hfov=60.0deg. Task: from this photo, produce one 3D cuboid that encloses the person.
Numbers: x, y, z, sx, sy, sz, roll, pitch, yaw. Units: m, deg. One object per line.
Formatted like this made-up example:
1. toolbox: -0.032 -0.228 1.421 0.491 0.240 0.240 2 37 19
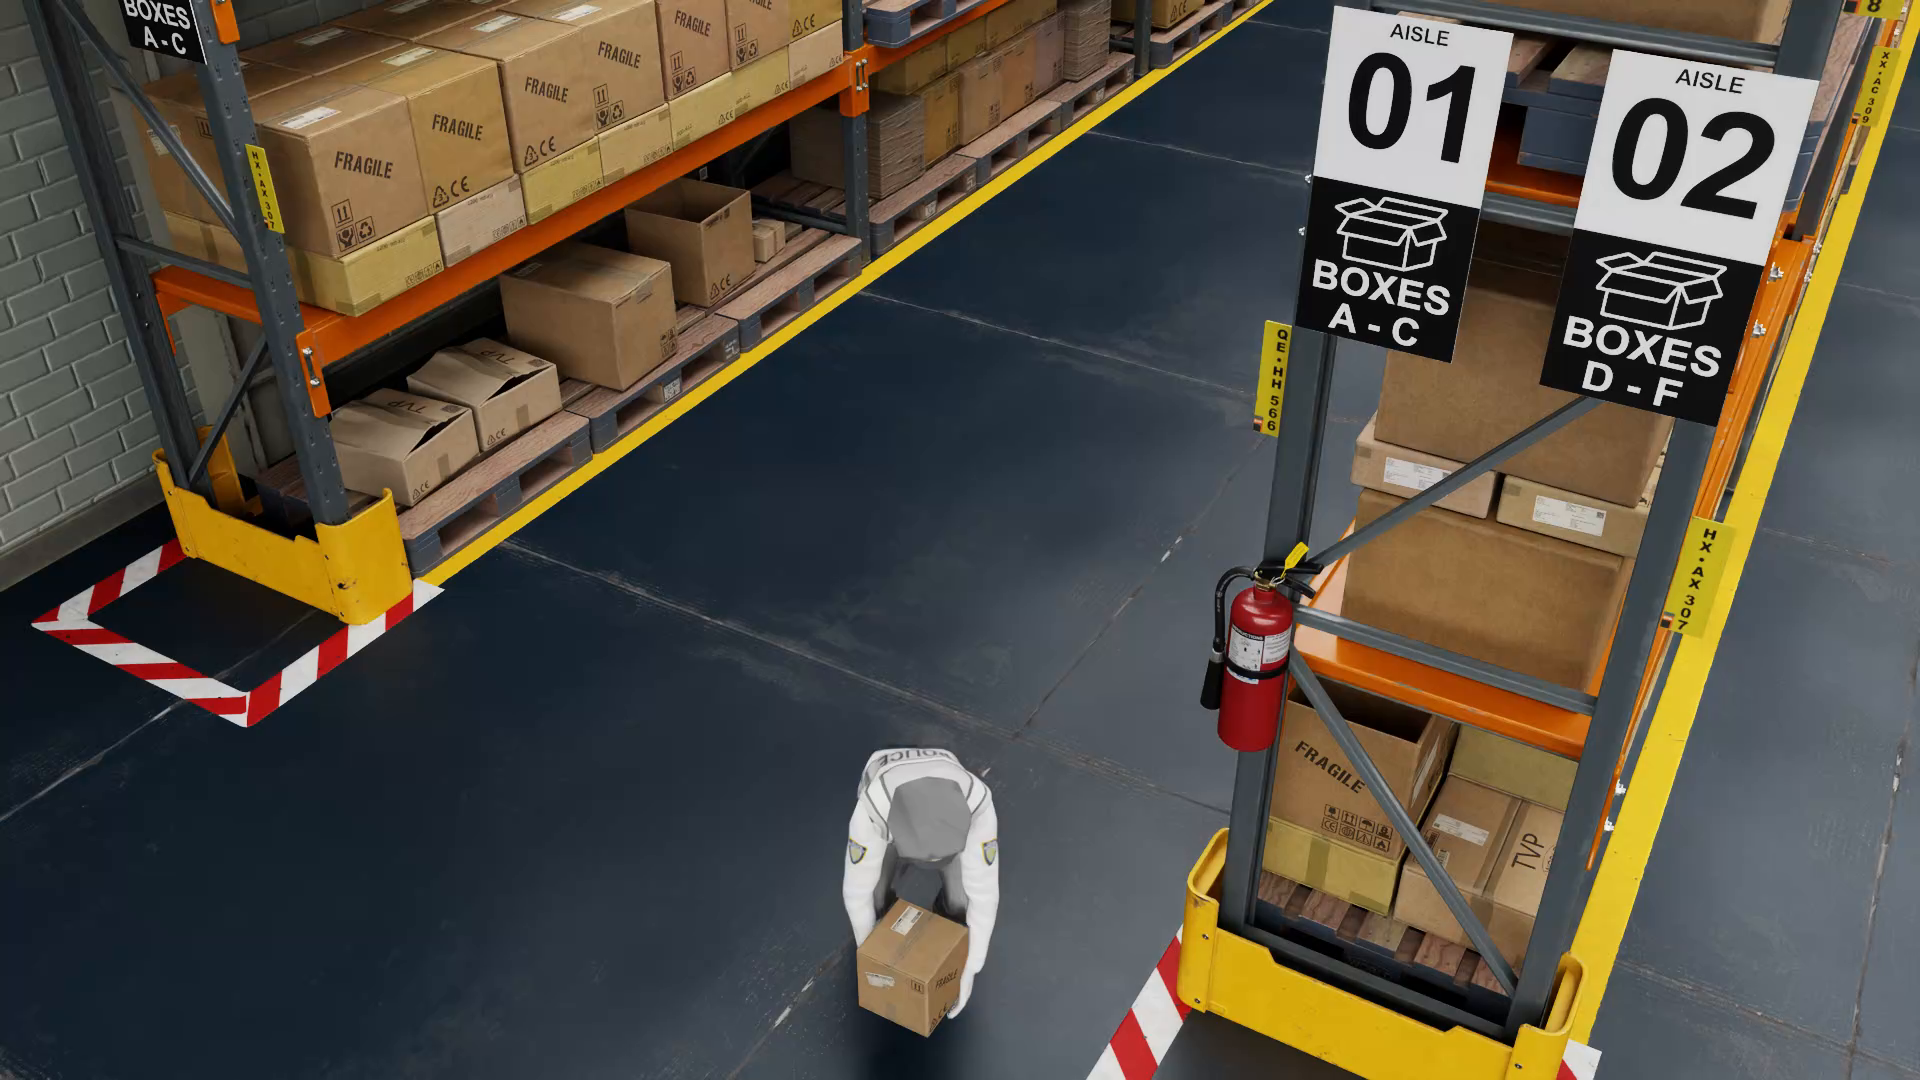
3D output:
1. person: -0.122 0.992 5.303 0.490 0.982 0.831 0 34 0
